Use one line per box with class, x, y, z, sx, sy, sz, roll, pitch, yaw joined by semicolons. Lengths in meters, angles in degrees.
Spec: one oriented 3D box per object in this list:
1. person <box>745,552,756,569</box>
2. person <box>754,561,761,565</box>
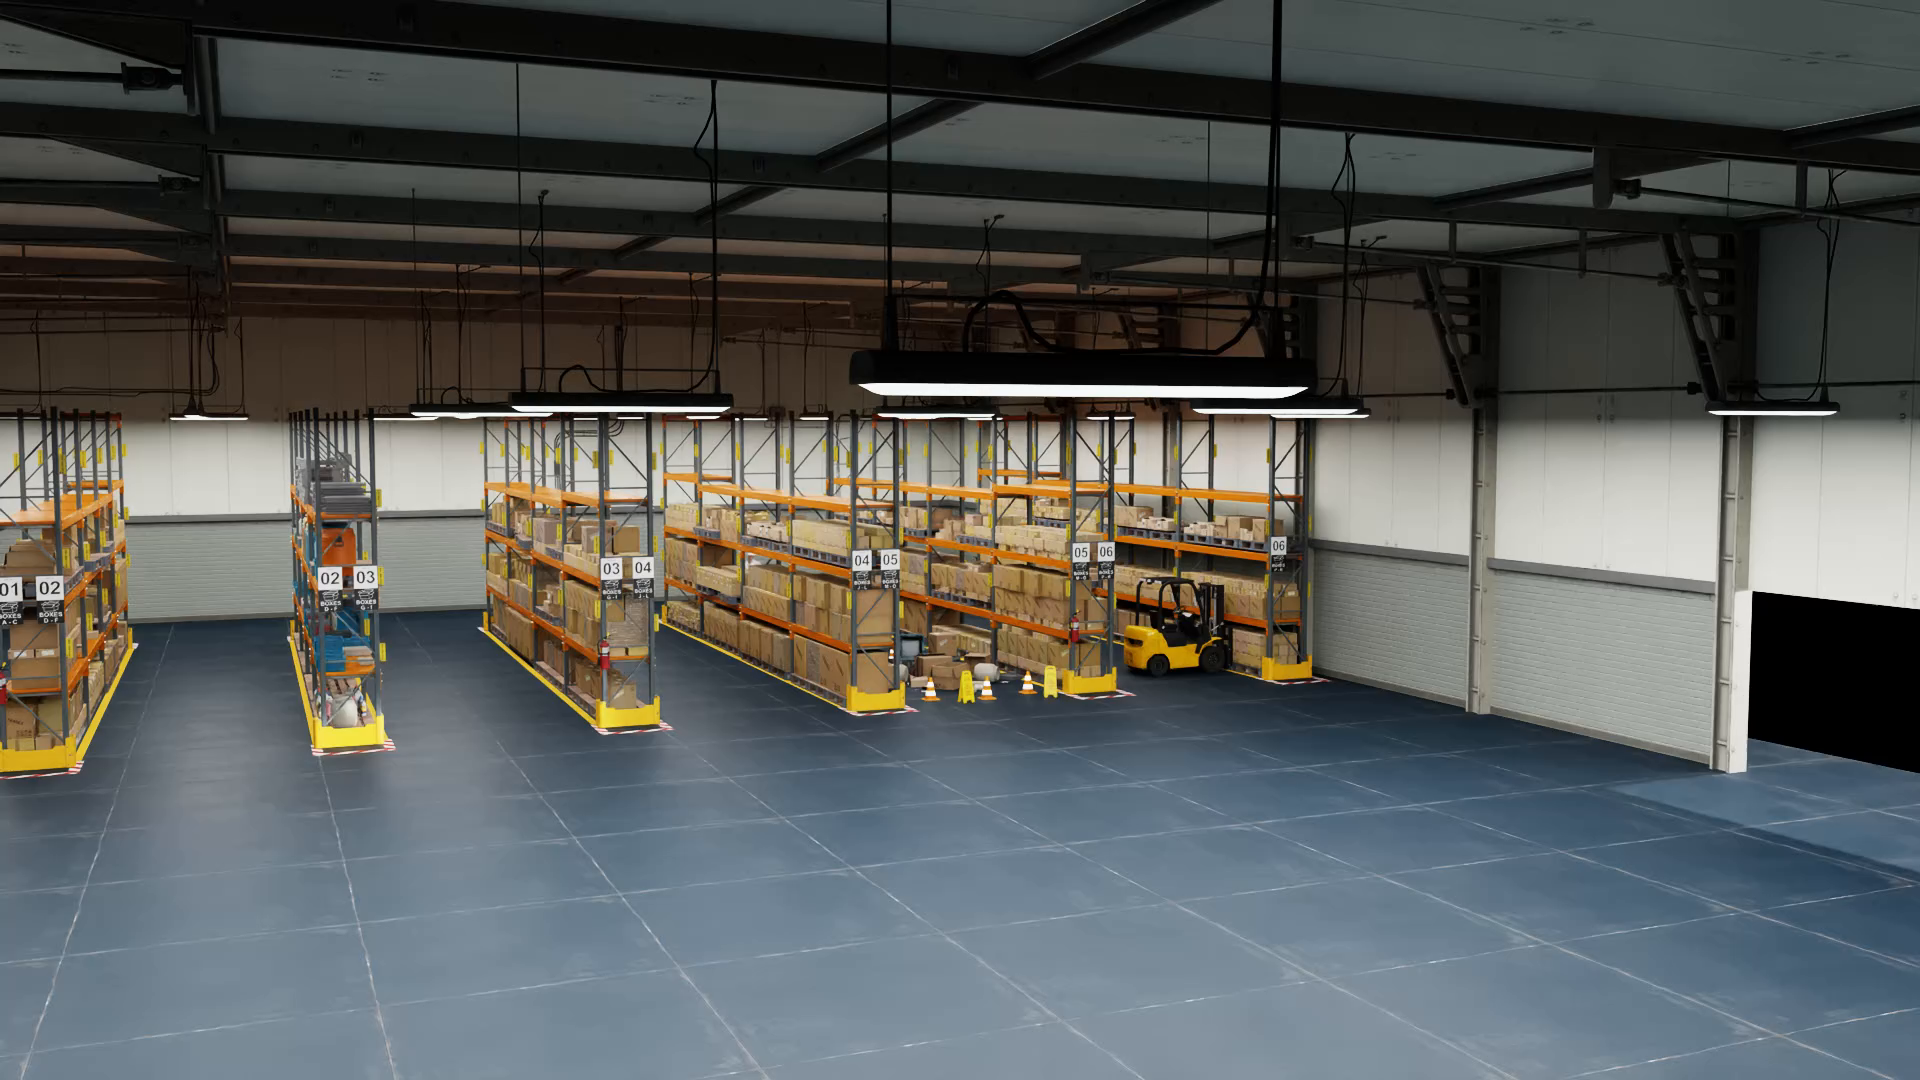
person;-6.500;1.235;51.440;0.582;1.802;0.476;3;5;41
person;-5.756;1.499;47.531;0.594;1.786;0.523;-3;5;-33
